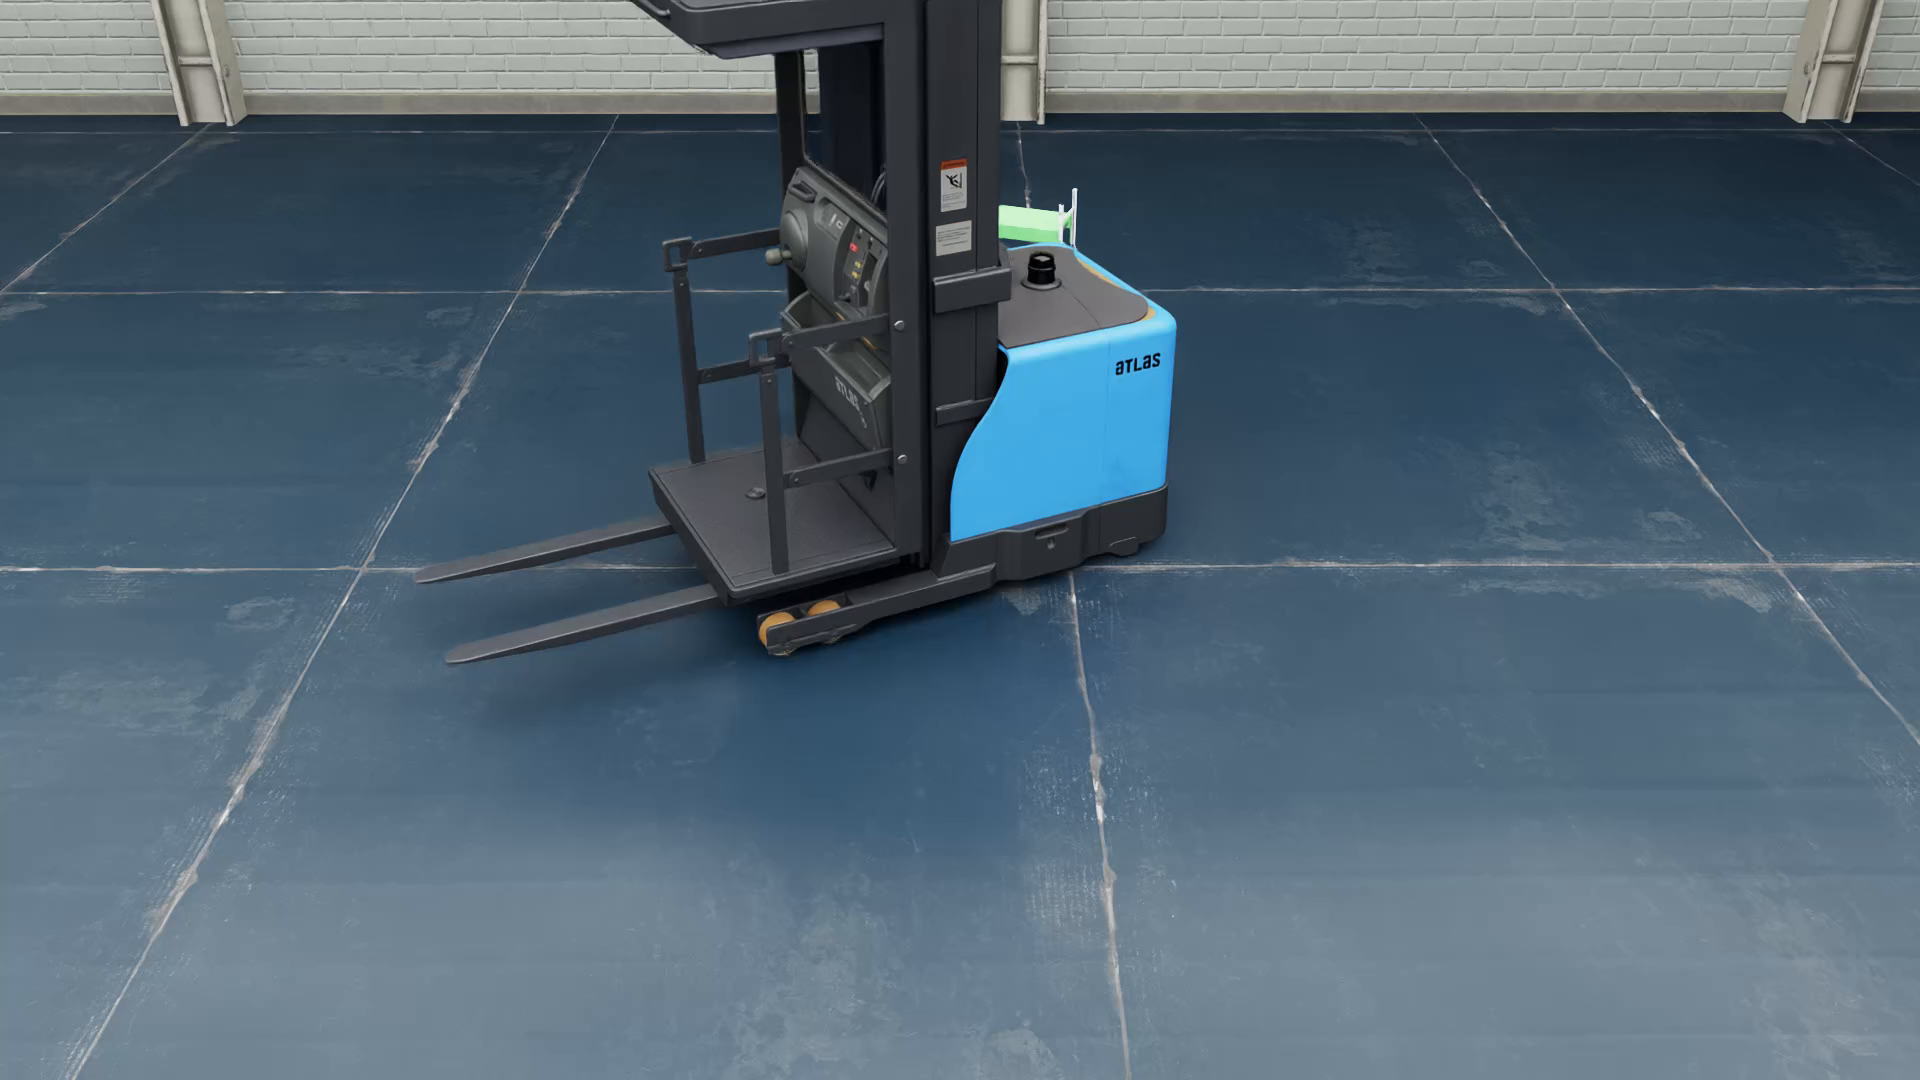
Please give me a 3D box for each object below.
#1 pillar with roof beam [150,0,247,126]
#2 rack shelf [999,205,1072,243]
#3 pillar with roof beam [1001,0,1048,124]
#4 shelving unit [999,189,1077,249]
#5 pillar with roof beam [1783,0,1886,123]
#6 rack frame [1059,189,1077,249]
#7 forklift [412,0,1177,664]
[{"bbox_3d":[-5.544,-4.759,6.418,0.400,9.000,9.100,0,31,0],"label":"pillar with roof beam"},{"bbox_3d":[0.257,-1.426,7.641,0.480,0.148,0.258,10,33,16],"label":"rack shelf"},{"bbox_3d":[0.456,-4.777,6.449,0.400,9.000,9.100,0,31,0],"label":"pillar with roof beam"},{"bbox_3d":[0.257,-1.070,7.857,0.503,1.200,0.258,10,33,16],"label":"shelving unit"},{"bbox_3d":[6.456,-4.796,6.480,0.400,9.000,9.100,0,31,0],"label":"pillar with roof beam"},{"bbox_3d":[0.487,-1.028,7.788,0.015,1.200,0.240,10,33,16],"label":"rack frame"},{"bbox_3d":[-0.666,-1.114,6.260,3.031,2.935,1.130,-14,34,-22],"label":"forklift"}]
